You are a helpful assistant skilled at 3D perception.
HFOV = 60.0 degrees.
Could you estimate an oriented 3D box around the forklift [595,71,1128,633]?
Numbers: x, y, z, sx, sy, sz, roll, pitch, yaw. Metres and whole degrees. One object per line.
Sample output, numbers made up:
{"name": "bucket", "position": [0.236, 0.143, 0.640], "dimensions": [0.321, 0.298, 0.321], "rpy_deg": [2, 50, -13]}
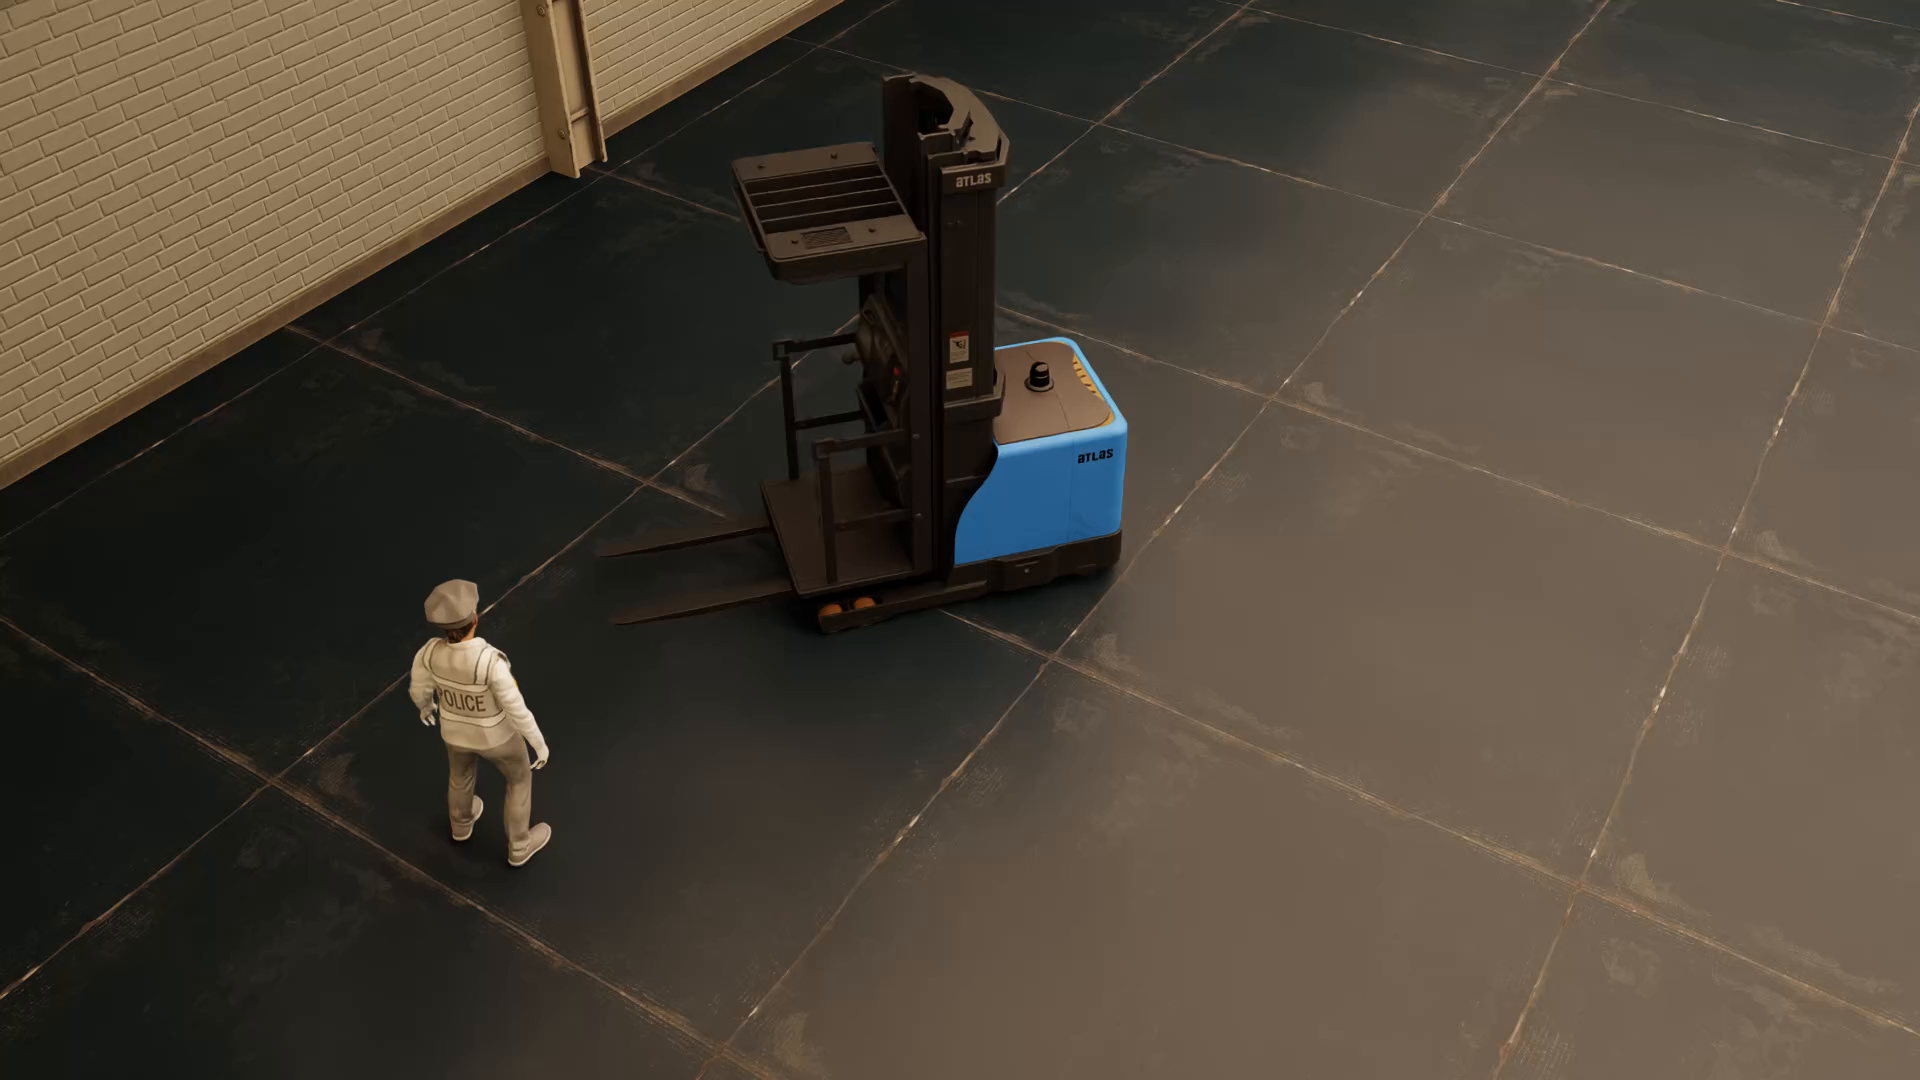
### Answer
{"name": "forklift", "position": [-0.613, -0.966, 9.107], "dimensions": [3.031, 2.935, 1.130], "rpy_deg": [-11, 42, -13]}

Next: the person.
{"name": "person", "position": [-2.273, 0.882, 7.922], "dimensions": [0.680, 1.647, 0.383], "rpy_deg": [8, 41, 9]}
